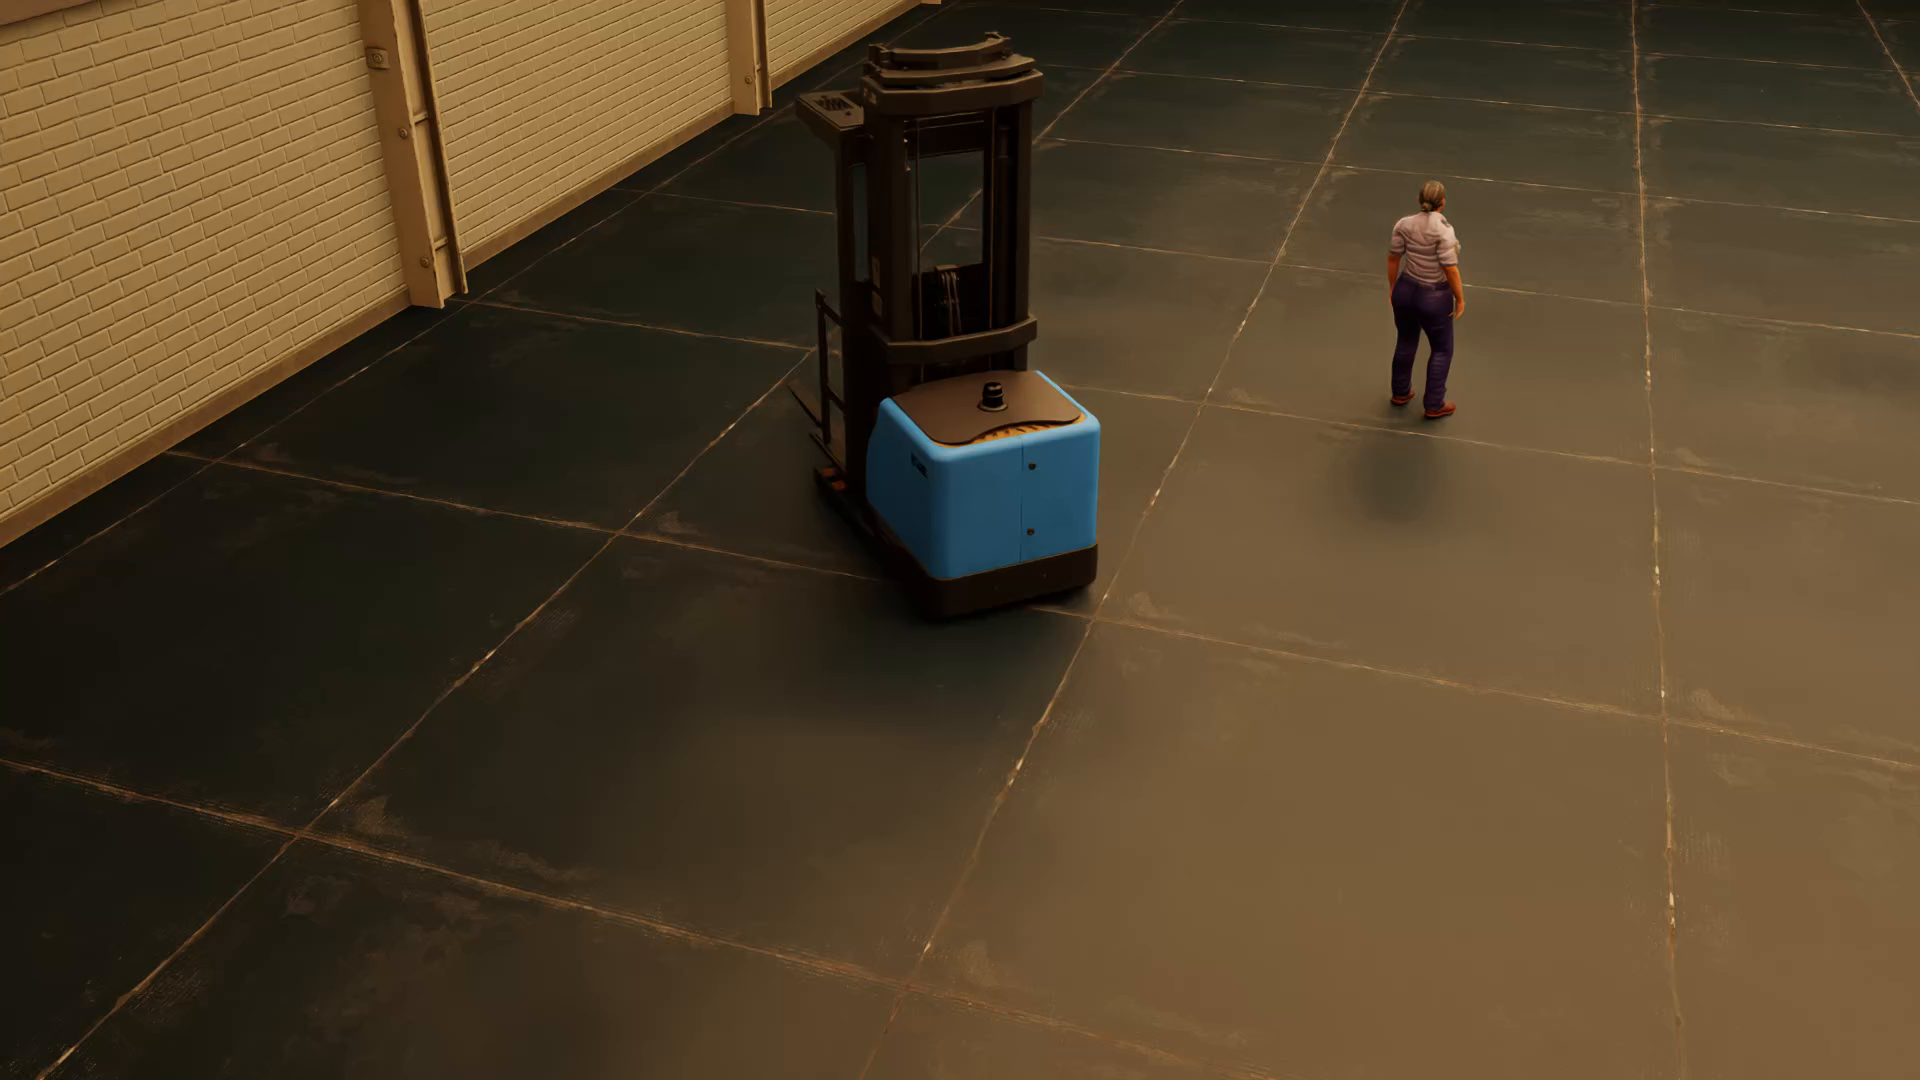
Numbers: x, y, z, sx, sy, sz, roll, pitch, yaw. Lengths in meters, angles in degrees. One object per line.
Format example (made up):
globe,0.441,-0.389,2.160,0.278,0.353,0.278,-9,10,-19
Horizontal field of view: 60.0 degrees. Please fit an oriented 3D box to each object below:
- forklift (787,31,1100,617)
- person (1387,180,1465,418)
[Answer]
forklift,-0.277,-1.557,9.868,1.130,2.935,3.031,-12,32,-21
person,3.190,-1.649,11.341,0.435,1.669,0.559,-24,38,-36
